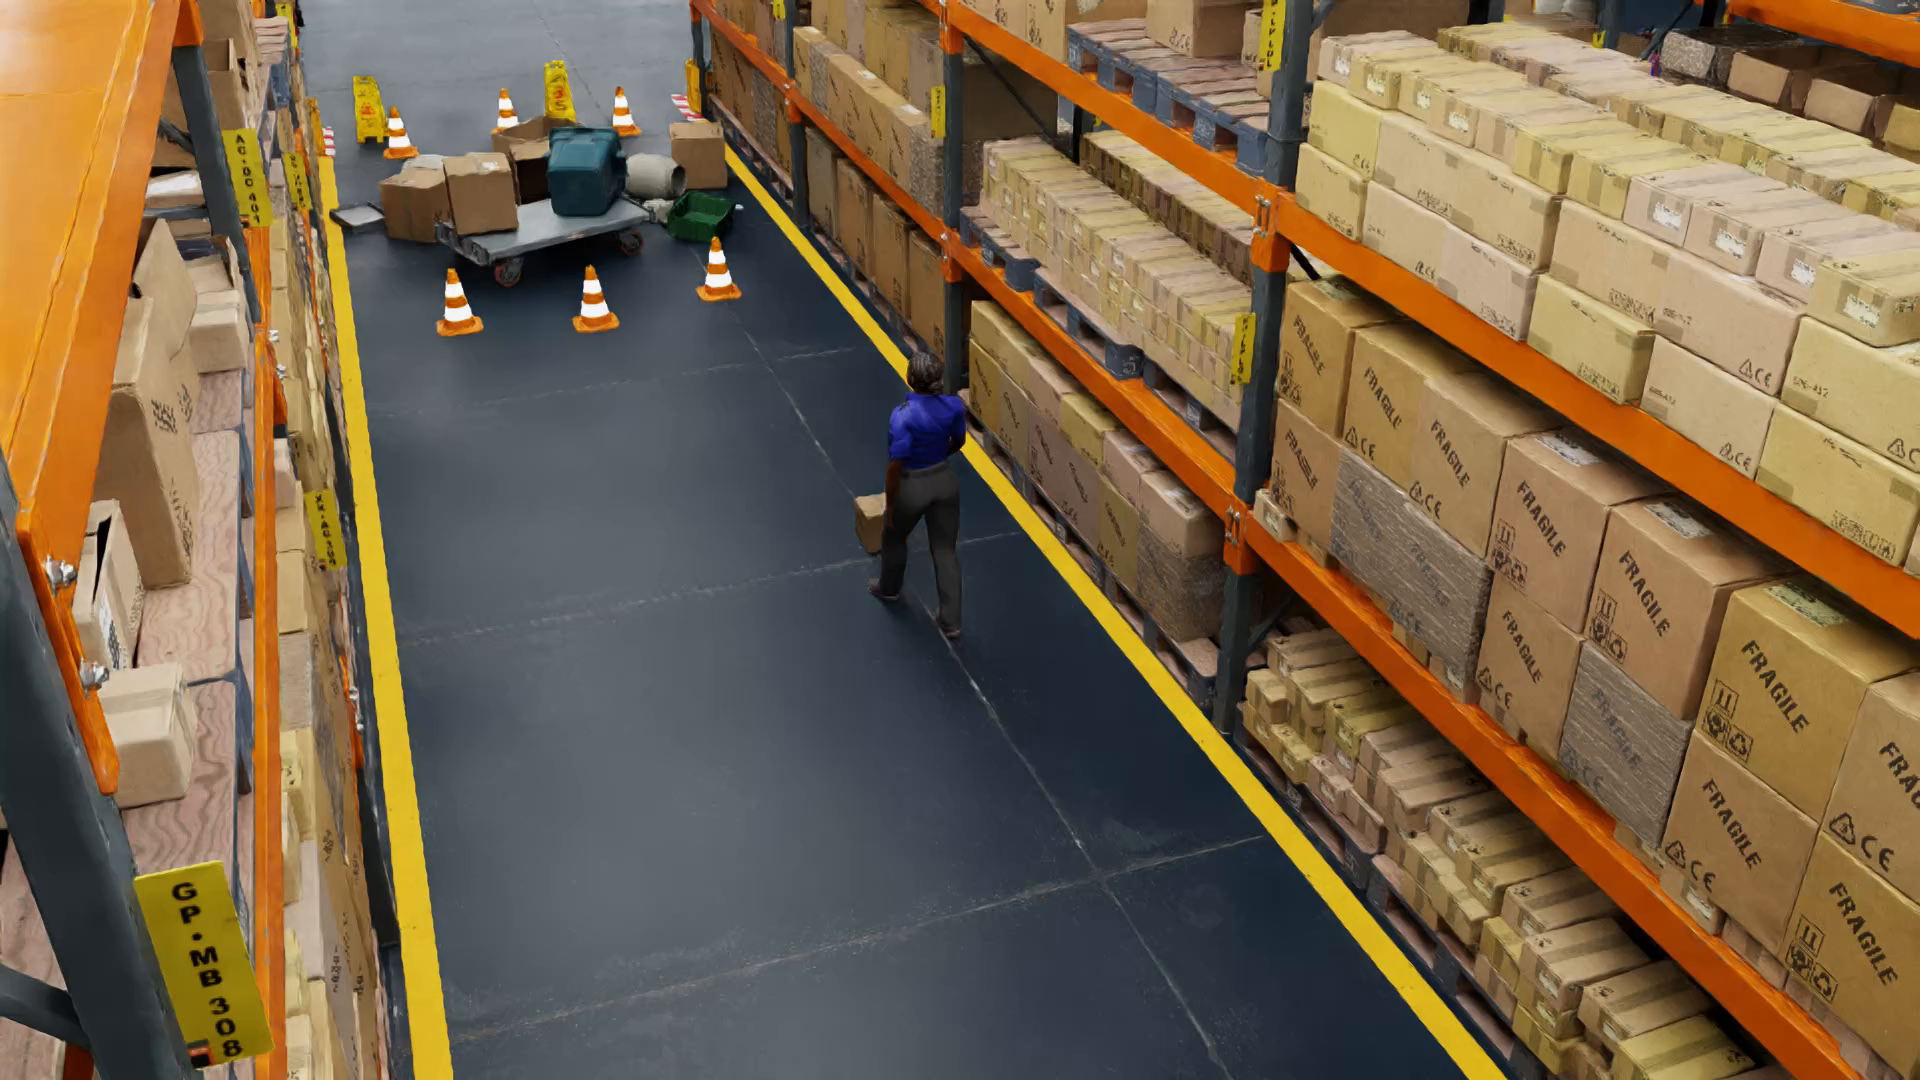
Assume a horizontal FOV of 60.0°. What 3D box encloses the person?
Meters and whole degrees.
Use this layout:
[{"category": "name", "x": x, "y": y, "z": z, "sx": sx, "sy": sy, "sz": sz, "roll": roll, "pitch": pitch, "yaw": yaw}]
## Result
[{"category": "person", "x": -0.250, "y": -0.312, "z": 8.906, "sx": 0.518, "sy": 1.644, "sz": 0.758, "roll": -14, "pitch": 33, "yaw": -23}]
